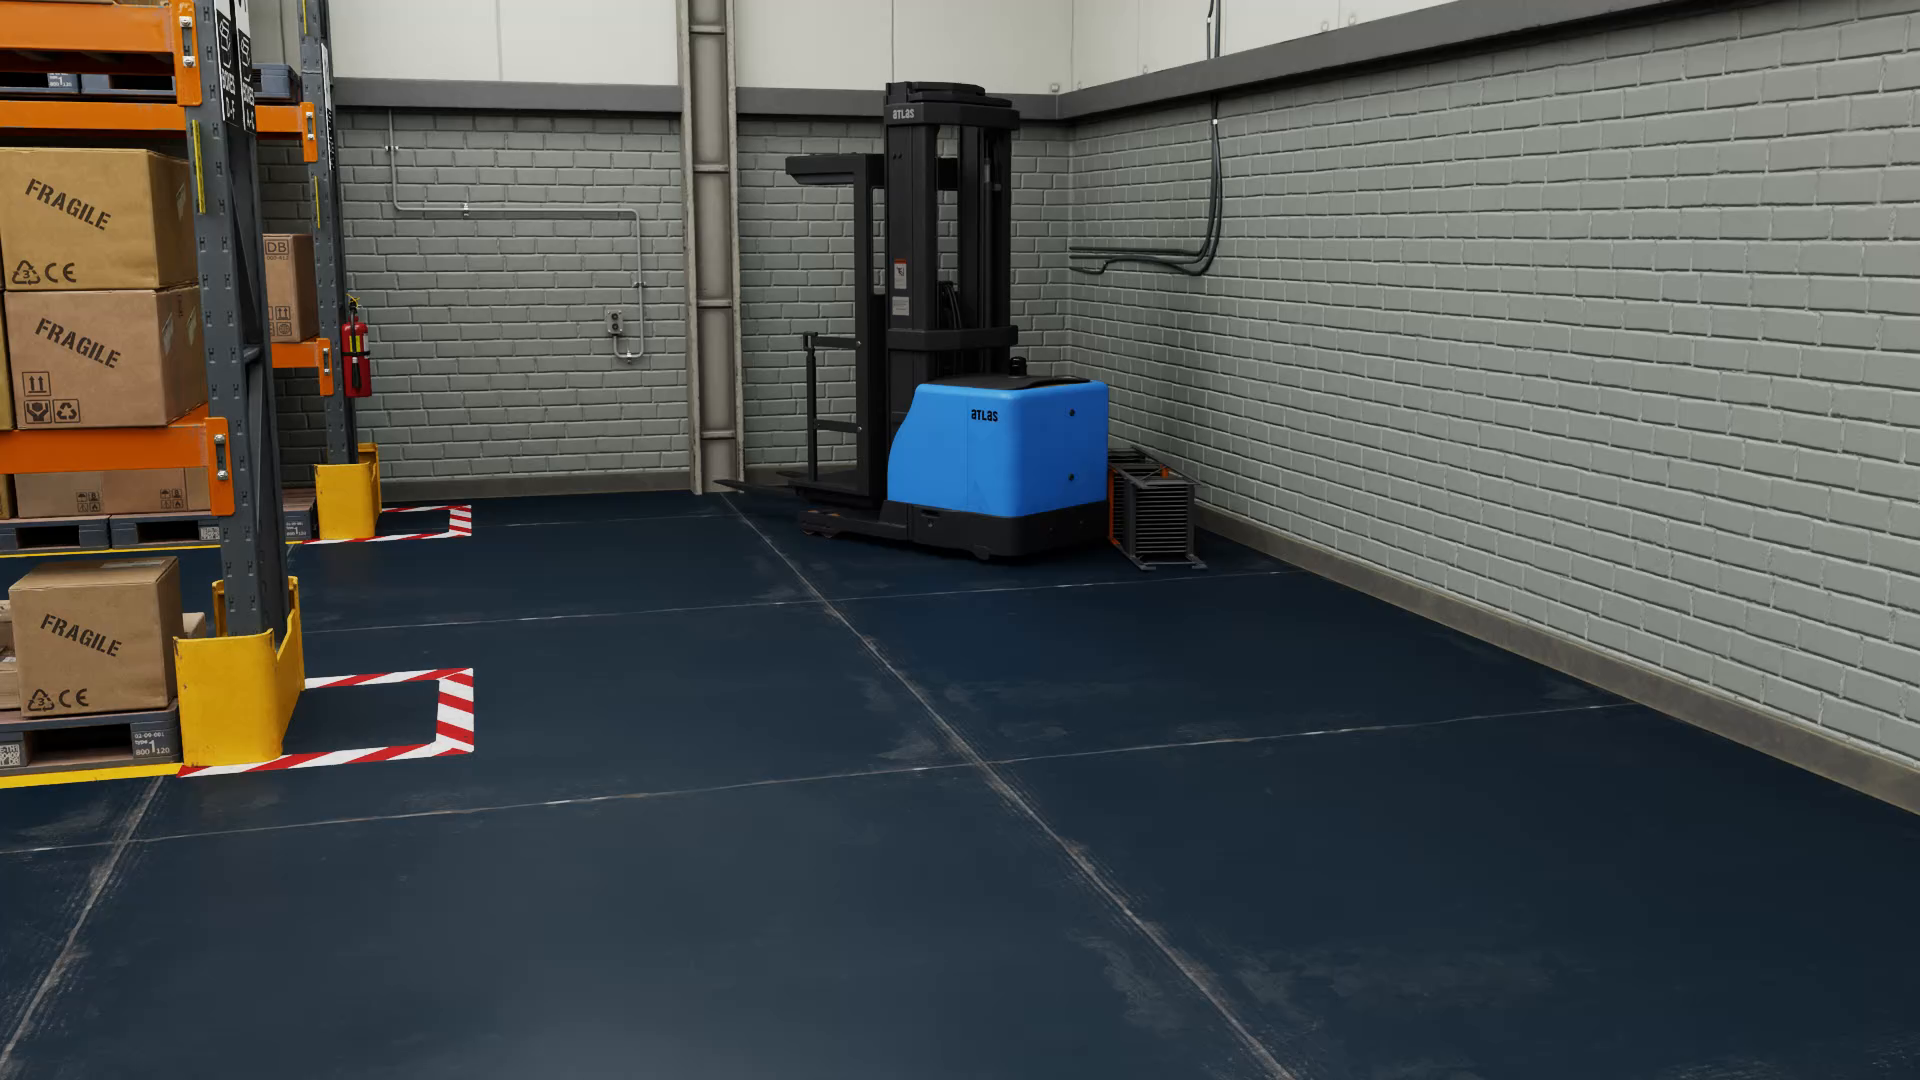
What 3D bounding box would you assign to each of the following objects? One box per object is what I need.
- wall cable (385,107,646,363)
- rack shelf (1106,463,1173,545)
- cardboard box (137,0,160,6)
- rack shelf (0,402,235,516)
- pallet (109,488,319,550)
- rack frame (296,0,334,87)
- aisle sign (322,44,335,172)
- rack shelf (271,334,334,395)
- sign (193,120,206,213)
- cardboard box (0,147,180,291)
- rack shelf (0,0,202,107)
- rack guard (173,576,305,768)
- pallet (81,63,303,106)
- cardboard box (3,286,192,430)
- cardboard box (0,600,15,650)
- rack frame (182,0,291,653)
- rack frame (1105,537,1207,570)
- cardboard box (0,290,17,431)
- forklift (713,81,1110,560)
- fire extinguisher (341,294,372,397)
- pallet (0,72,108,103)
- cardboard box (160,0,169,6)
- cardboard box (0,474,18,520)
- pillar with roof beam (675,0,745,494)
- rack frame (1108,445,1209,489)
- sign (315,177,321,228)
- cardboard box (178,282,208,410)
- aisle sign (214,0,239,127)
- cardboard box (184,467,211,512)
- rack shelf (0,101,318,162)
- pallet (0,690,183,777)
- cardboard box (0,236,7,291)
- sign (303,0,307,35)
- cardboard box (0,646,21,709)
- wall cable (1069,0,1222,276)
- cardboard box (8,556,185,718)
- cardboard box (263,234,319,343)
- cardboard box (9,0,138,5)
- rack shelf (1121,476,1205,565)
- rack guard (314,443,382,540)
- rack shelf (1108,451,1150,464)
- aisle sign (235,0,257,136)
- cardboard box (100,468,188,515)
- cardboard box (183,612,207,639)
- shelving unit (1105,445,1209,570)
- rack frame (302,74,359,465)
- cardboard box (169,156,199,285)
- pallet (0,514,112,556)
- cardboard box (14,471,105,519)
[{"bbox_3d":[-3.306,-2.309,12.497,1.851,1.984,0.084,-3,11,-16],"label":"wall cable"},{"bbox_3d":[1.175,-0.250,10.960,0.431,0.480,0.518,-1,10,-6],"label":"rack shelf"},{"bbox_3d":[-3.447,-2.139,6.508,0.500,0.250,0.500,-3,11,-16],"label":"cardboard box"},{"bbox_3d":[-4.803,-0.264,6.182,4.000,0.370,1.077,-3,11,-16],"label":"rack shelf"},{"bbox_3d":[-5.016,-0.154,11.302,1.213,0.211,1.003,-3,11,-16],"label":"pallet"},{"bbox_3d":[-4.271,-4.530,10.800,0.127,3.000,1.000,-3,11,-16],"label":"rack frame"},{"bbox_3d":[-4.118,-2.810,10.844,0.004,0.787,0.394,-3,11,-16],"label":"aisle sign"},{"bbox_3d":[-6.191,-1.125,10.859,4.000,0.370,1.077,-3,11,-16],"label":"rack shelf"},{"bbox_3d":[-2.747,-1.346,6.004,0.005,0.325,0.100,-3,11,-16],"label":"sign"},{"bbox_3d":[-3.233,-1.189,6.185,0.500,0.500,0.500,-3,11,-16],"label":"cardboard box"},{"bbox_3d":[-4.803,-1.739,5.910,4.000,0.370,1.077,-3,11,-16],"label":"rack shelf"},{"bbox_3d":[-2.955,0.514,6.872,0.348,0.500,1.175,-3,11,-16],"label":"rack guard"},{"bbox_3d":[-4.980,-2.972,10.866,1.213,0.211,1.003,-3,11,-16],"label":"pallet"},{"bbox_3d":[-3.236,-0.698,6.277,0.500,0.500,0.500,-3,11,-14],"label":"cardboard box"},{"bbox_3d":[-3.964,0.421,6.857,0.500,0.250,0.500,-3,11,-16],"label":"cardboard box"},{"bbox_3d":[-2.882,-0.719,6.667,0.127,3.000,1.000,-3,11,-16],"label":"rack frame"},{"bbox_3d":[1.173,-0.012,11.016,0.400,0.015,2.100,-1,10,-6],"label":"rack frame"},{"bbox_3d":[-3.733,-0.671,6.132,0.500,0.500,0.500,-3,11,-15],"label":"cardboard box"},{"bbox_3d":[-0.463,-1.517,11.191,3.031,2.935,1.130,9,14,41],"label":"forklift"},{"bbox_3d":[-3.997,-1.286,10.990,0.183,0.674,0.296,-3,11,-16],"label":"fire extinguisher"},{"bbox_3d":[-6.153,-2.910,10.527,1.213,0.211,1.003,-3,11,-16],"label":"pallet"},{"bbox_3d":[-4.897,-3.521,10.511,0.500,0.500,0.500,-3,11,-16],"label":"cardboard box"},{"bbox_3d":[-6.388,-0.425,10.815,0.500,0.500,0.700,-3,11,-15],"label":"cardboard box"},{"bbox_3d":[-0.717,-4.069,8.294,0.400,9.000,9.100,-3,11,-16],"label":"pillar with roof beam"},{"bbox_3d":[1.173,-0.493,10.932,0.400,0.015,2.100,-1,10,-6],"label":"rack frame"},{"bbox_3d":[-4.132,-2.171,10.701,0.005,0.325,0.100,-3,11,-16],"label":"sign"},{"bbox_3d":[-3.382,-0.791,6.785,0.500,0.500,0.500,-3,11,-15],"label":"cardboard box"},{"bbox_3d":[-2.731,-1.948,6.161,0.004,0.787,0.394,-3,11,-16],"label":"aisle sign"},{"bbox_3d":[-4.915,-0.504,11.245,0.500,0.500,0.700,-3,11,-16],"label":"cardboard box"},{"bbox_3d":[-6.191,-2.600,10.587,4.000,0.370,1.077,-3,11,-16],"label":"rack shelf"},{"bbox_3d":[-3.721,0.697,6.678,1.213,0.211,1.003,-3,11,-16],"label":"pallet"},{"bbox_3d":[-3.718,-1.164,6.045,0.500,0.500,0.500,-3,11,-14],"label":"cardboard box"},{"bbox_3d":[-4.132,-3.357,10.482,0.005,0.325,0.100,-3,11,-16],"label":"sign"},{"bbox_3d":[-3.750,0.533,6.475,0.250,0.166,0.380,-3,11,-16],"label":"cardboard box"},{"bbox_3d":[1.260,-3.227,12.299,0.112,2.526,3.097,-3,11,-16],"label":"wall cable"},{"bbox_3d":[-3.336,0.364,6.471,0.500,0.500,0.500,-3,11,-16],"label":"cardboard box"},{"bbox_3d":[-4.757,-1.700,11.166,0.700,0.700,0.980,-3,11,-13],"label":"cardboard box"},{"bbox_3d":[-3.302,-2.049,6.019,0.500,0.250,0.500,-3,11,-16],"label":"cardboard box"},{"bbox_3d":[1.251,-0.130,10.275,0.431,0.480,0.518,-1,10,-6],"label":"rack shelf"},{"bbox_3d":[-4.248,-0.352,11.576,0.348,0.500,1.175,-3,11,-16],"label":"rack guard"},{"bbox_3d":[1.098,-0.370,11.646,0.431,0.480,0.518,-1,10,-6],"label":"rack shelf"},{"bbox_3d":[-2.899,-2.052,6.727,0.004,0.787,0.394,-3,11,-16],"label":"aisle sign"},{"bbox_3d":[-5.395,-0.479,11.107,0.500,0.500,0.700,-3,11,-16],"label":"cardboard box"},{"bbox_3d":[-3.381,0.428,7.094,0.250,0.149,0.380,-3,11,-16],"label":"cardboard box"},{"bbox_3d":[1.173,-0.252,10.974,0.431,0.503,2.100,-1,10,-6],"label":"shelving unit"},{"bbox_3d":[-4.271,-1.580,11.343,0.127,3.000,1.000,-3,11,-16],"label":"rack frame"},{"bbox_3d":[-3.382,-1.283,6.694,0.500,0.500,0.500,-3,11,-14],"label":"cardboard box"},{"bbox_3d":[-6.186,-0.093,10.970,1.213,0.211,1.003,-3,11,-16],"label":"pallet"},{"bbox_3d":[-5.878,-0.453,10.968,0.500,0.500,0.700,-3,11,-18],"label":"cardboard box"}]
